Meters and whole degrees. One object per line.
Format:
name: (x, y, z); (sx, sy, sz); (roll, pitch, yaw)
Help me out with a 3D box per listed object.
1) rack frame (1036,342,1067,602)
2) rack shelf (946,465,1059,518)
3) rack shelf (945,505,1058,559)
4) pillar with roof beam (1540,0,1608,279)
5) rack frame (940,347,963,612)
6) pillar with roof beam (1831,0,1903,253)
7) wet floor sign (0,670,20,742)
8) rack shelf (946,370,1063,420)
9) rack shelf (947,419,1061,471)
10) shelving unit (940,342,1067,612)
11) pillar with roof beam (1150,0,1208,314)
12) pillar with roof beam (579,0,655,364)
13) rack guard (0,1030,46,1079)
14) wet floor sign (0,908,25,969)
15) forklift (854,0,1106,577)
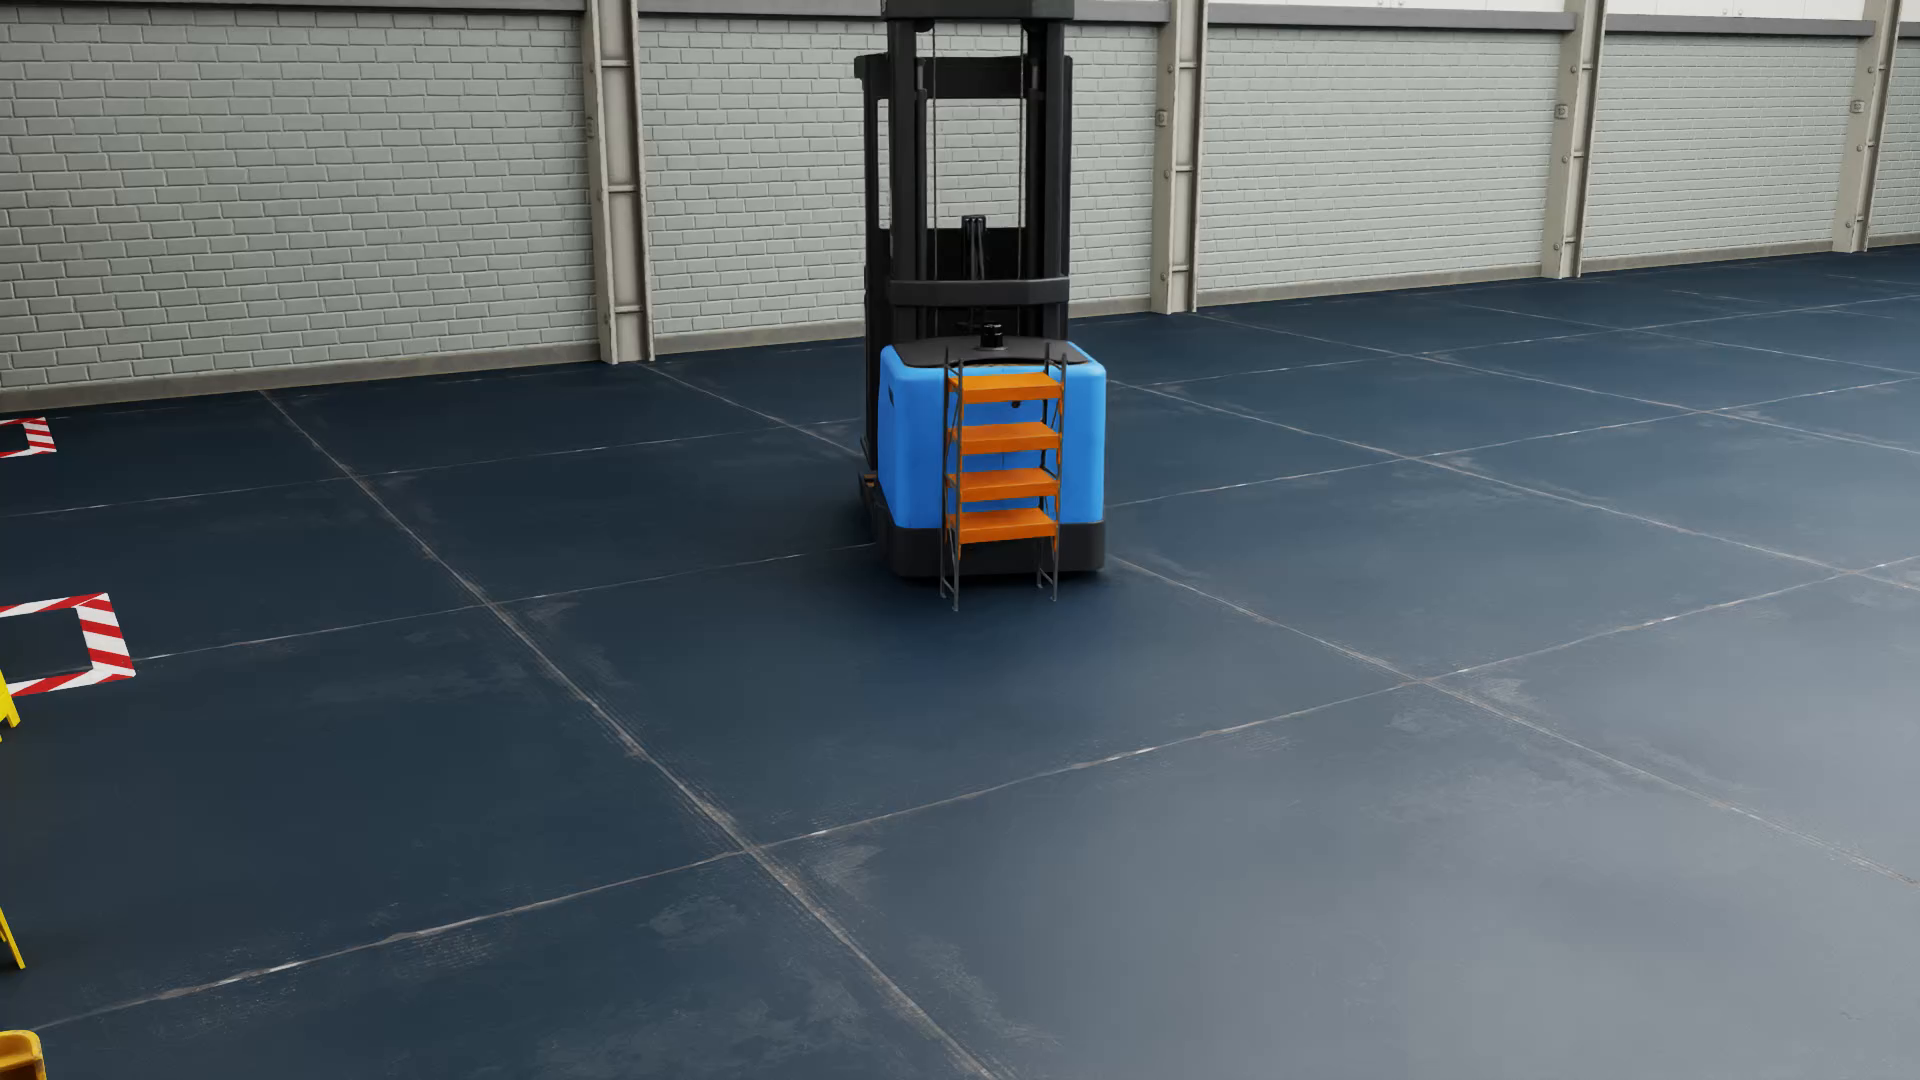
rack frame: (0.425, -0.311, 7.764); (0.015, 1.200, 0.240); (-5, 20, -17)
rack shelf: (0.191, -0.227, 7.716); (0.480, 0.148, 0.258); (-5, 20, -17)
rack shelf: (0.187, -0.040, 7.781); (0.480, 0.148, 0.258); (-5, 20, -17)
pillar with roof beam: (9.599, -6.579, 15.707); (0.400, 9.000, 9.100); (-9, 18, -30)
rack frame: (-0.041, -0.271, 7.623); (0.015, 1.200, 0.240); (-5, 20, -17)
pillar with roof beam: (14.742, -7.413, 18.682); (0.400, 9.000, 9.100); (-9, 18, -30)
wet floor sign: (-3.713, 0.430, 6.179); (0.232, 0.644, 0.267); (-3, 16, -11)
rack shelf: (0.199, -0.661, 7.564); (0.480, 0.148, 0.258); (-5, 20, -17)
rack shelf: (0.195, -0.438, 7.642); (0.480, 0.148, 0.258); (-5, 20, -17)
shelving unit: (0.192, -0.291, 7.693); (0.503, 1.200, 0.258); (-5, 20, -17)
pillar with roof beam: (4.456, -5.745, 12.732); (0.400, 9.000, 9.100); (-9, 18, -30)
pillar with roof beam: (-0.687, -4.911, 9.756); (0.400, 9.000, 9.100); (-9, 18, -30)
rack guard: (-1.770, 1.407, 2.964); (0.348, 0.500, 1.175); (-9, 18, -30)
wet floor sign: (-2.786, 0.878, 4.581); (0.232, 0.644, 0.267); (-13, 20, -39)
forklift: (0.009, -1.582, 9.123); (1.130, 2.935, 3.031); (-2, 16, -7)
